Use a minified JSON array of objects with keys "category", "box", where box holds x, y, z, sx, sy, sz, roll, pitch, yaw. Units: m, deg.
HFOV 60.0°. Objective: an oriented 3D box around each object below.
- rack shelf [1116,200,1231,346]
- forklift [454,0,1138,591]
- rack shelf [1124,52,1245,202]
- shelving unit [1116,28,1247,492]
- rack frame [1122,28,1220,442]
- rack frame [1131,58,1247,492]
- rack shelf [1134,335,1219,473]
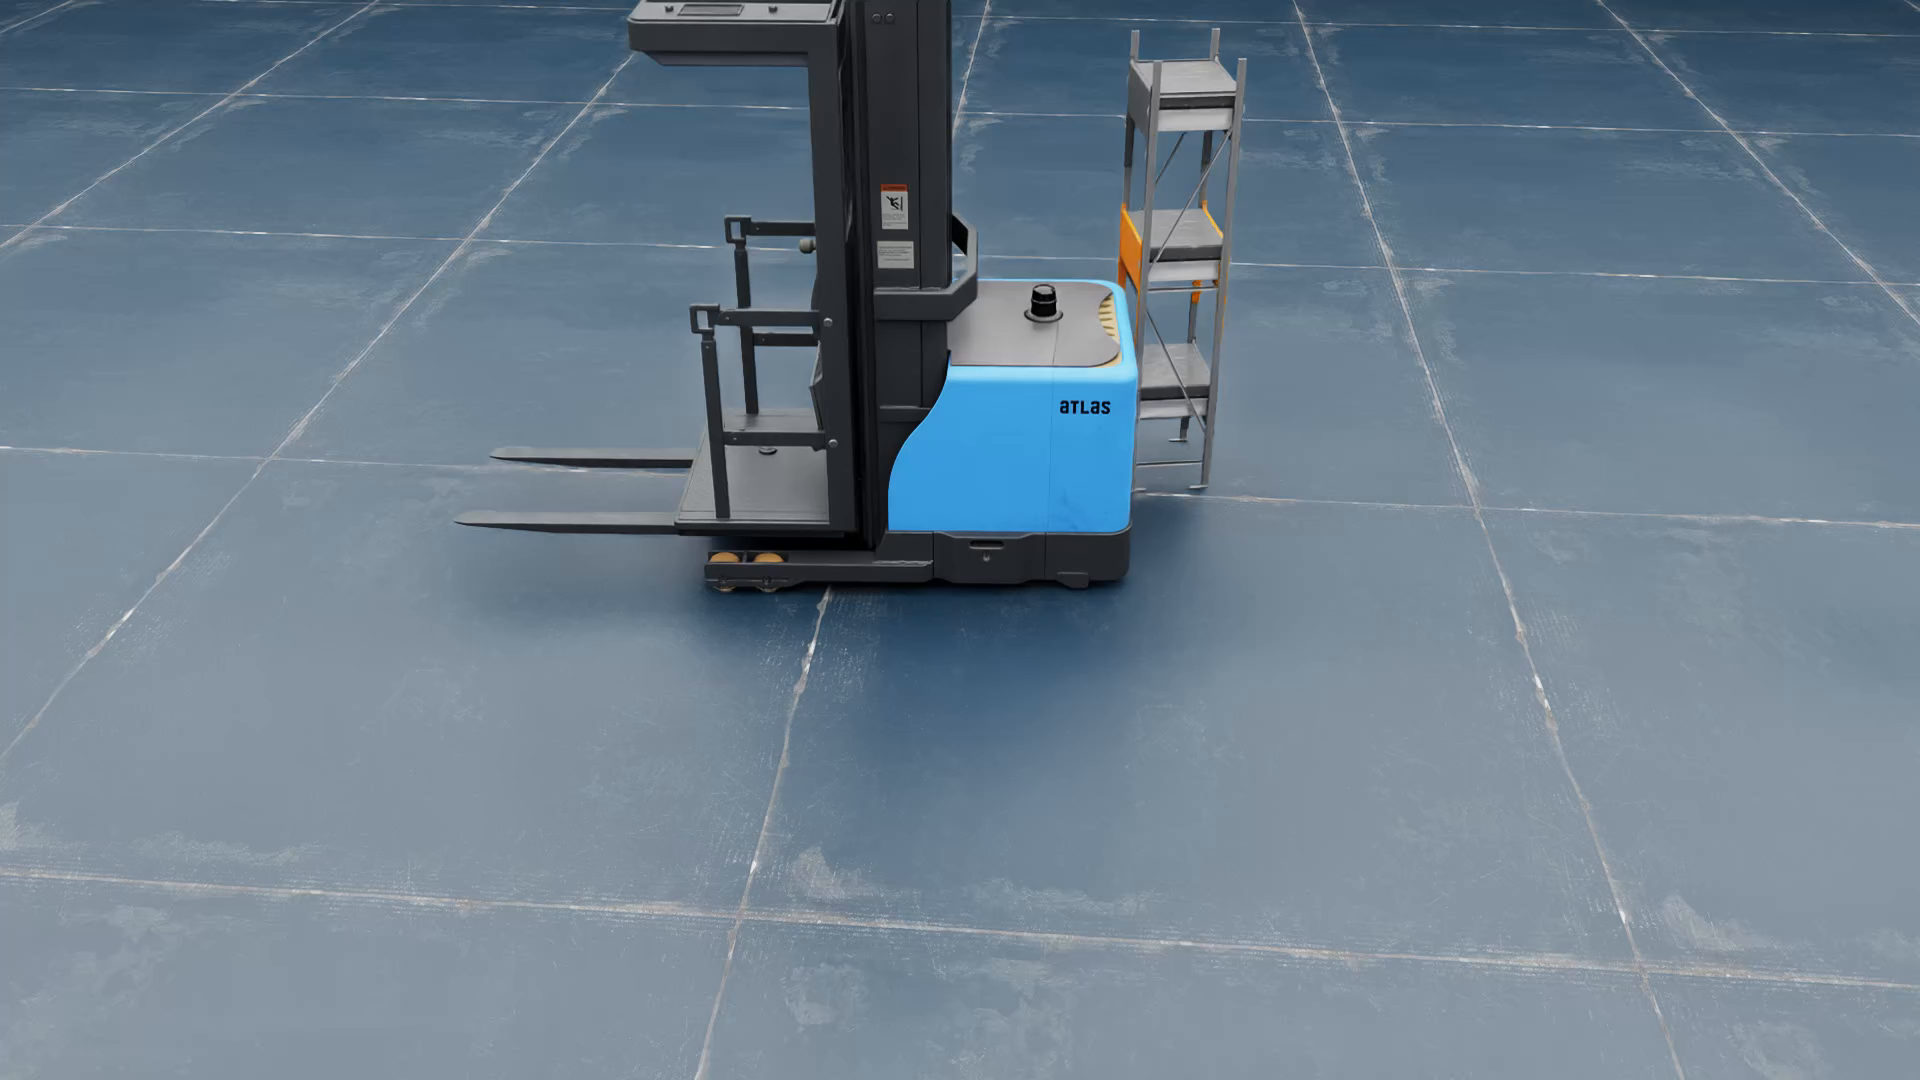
[{"category":"rack shelf","box":[0.993,-1.256,7.813,0.431,0.518,0.480,-3,32,-5]},{"category":"forklift","box":[-0.752,-1.299,7.063,3.031,2.935,1.130,1,32,1]},{"category":"rack shelf","box":[0.993,-1.852,7.446,0.431,0.518,0.480,-3,32,-5]},{"category":"shelving unit","box":[0.993,-1.268,7.806,0.431,2.100,0.503,-3,32,-5]},{"category":"rack frame","box":[0.968,-1.395,8.012,0.400,2.100,0.015,-3,32,-5]},{"category":"rack frame","box":[1.018,-1.141,7.599,0.400,2.100,0.015,-3,32,-5]},{"category":"rack shelf","box":[0.993,-0.660,8.180,0.431,0.518,0.480,-3,32,-5]}]
